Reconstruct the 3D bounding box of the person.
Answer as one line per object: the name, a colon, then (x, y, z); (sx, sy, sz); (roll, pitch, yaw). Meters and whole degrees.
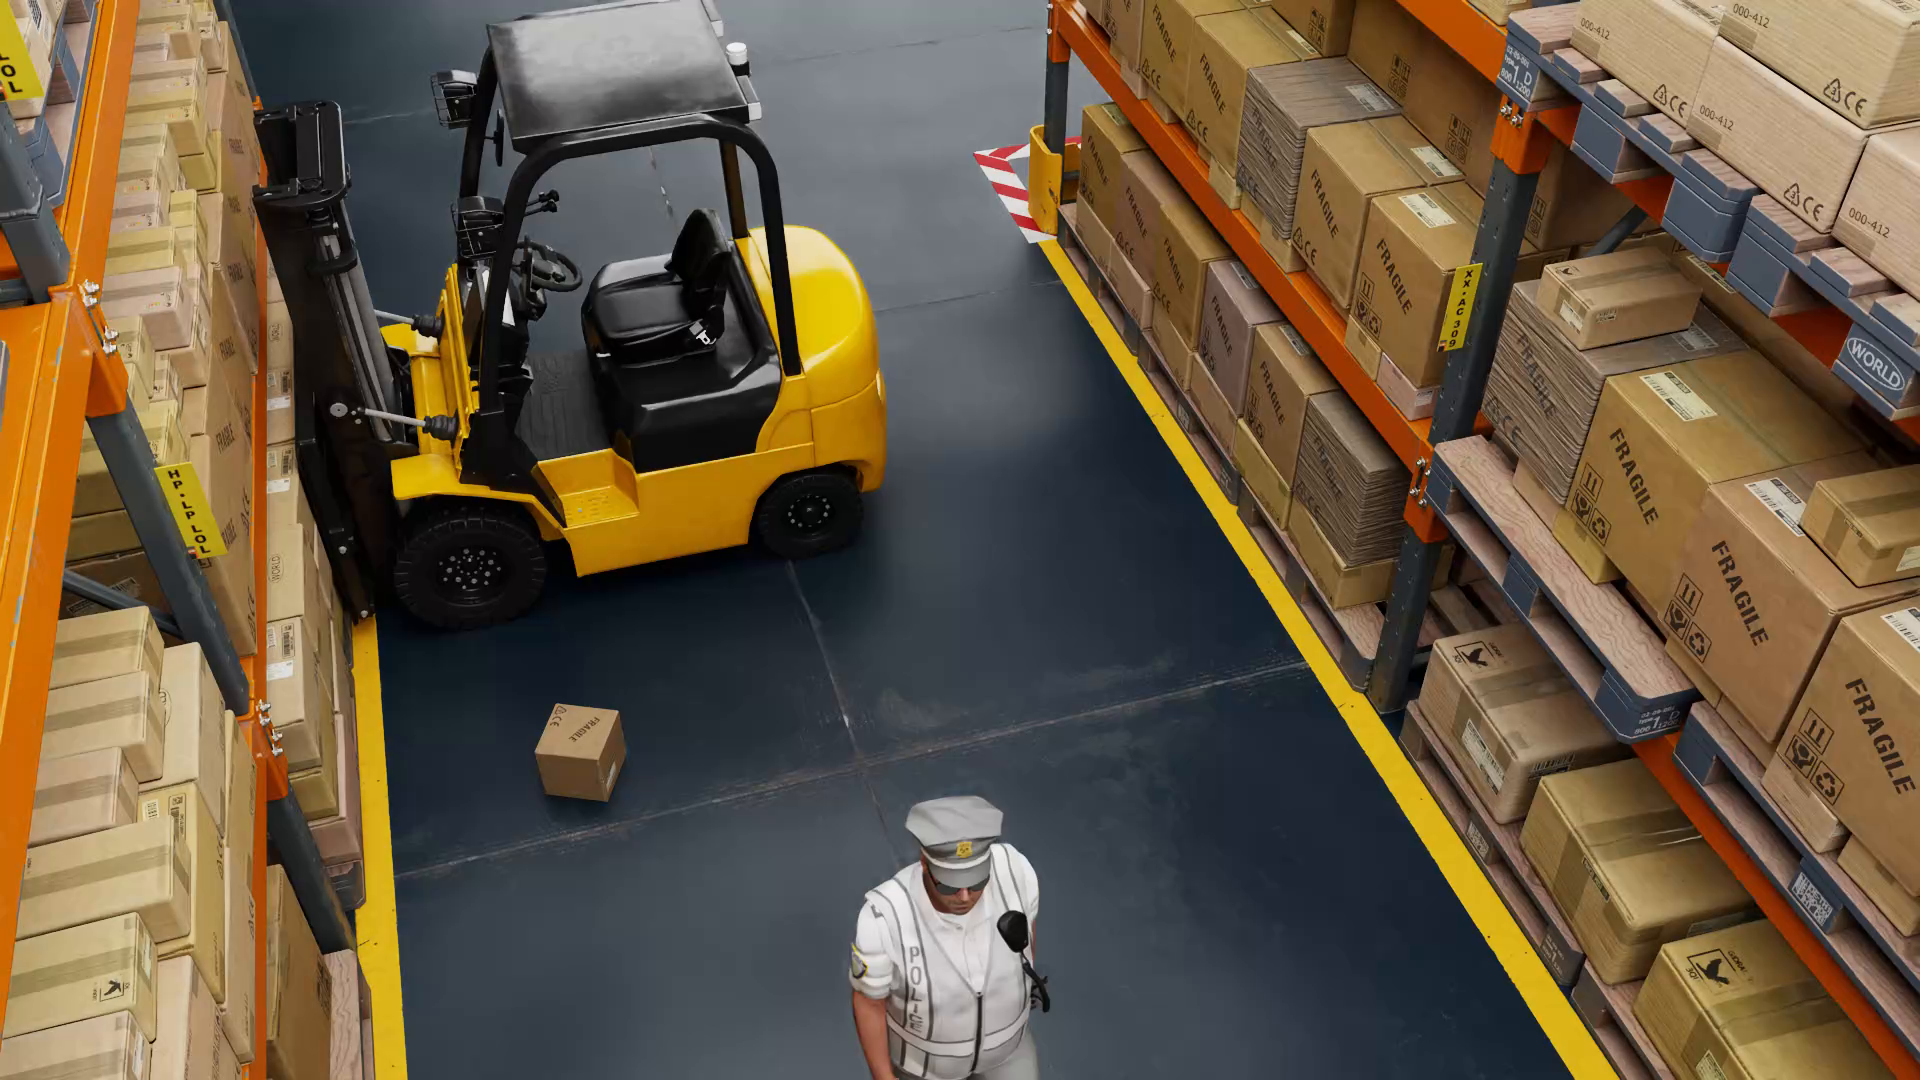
person: (0.008, 1.406, 4.581); (0.571, 1.791, 0.819); (-13, 43, -14)
